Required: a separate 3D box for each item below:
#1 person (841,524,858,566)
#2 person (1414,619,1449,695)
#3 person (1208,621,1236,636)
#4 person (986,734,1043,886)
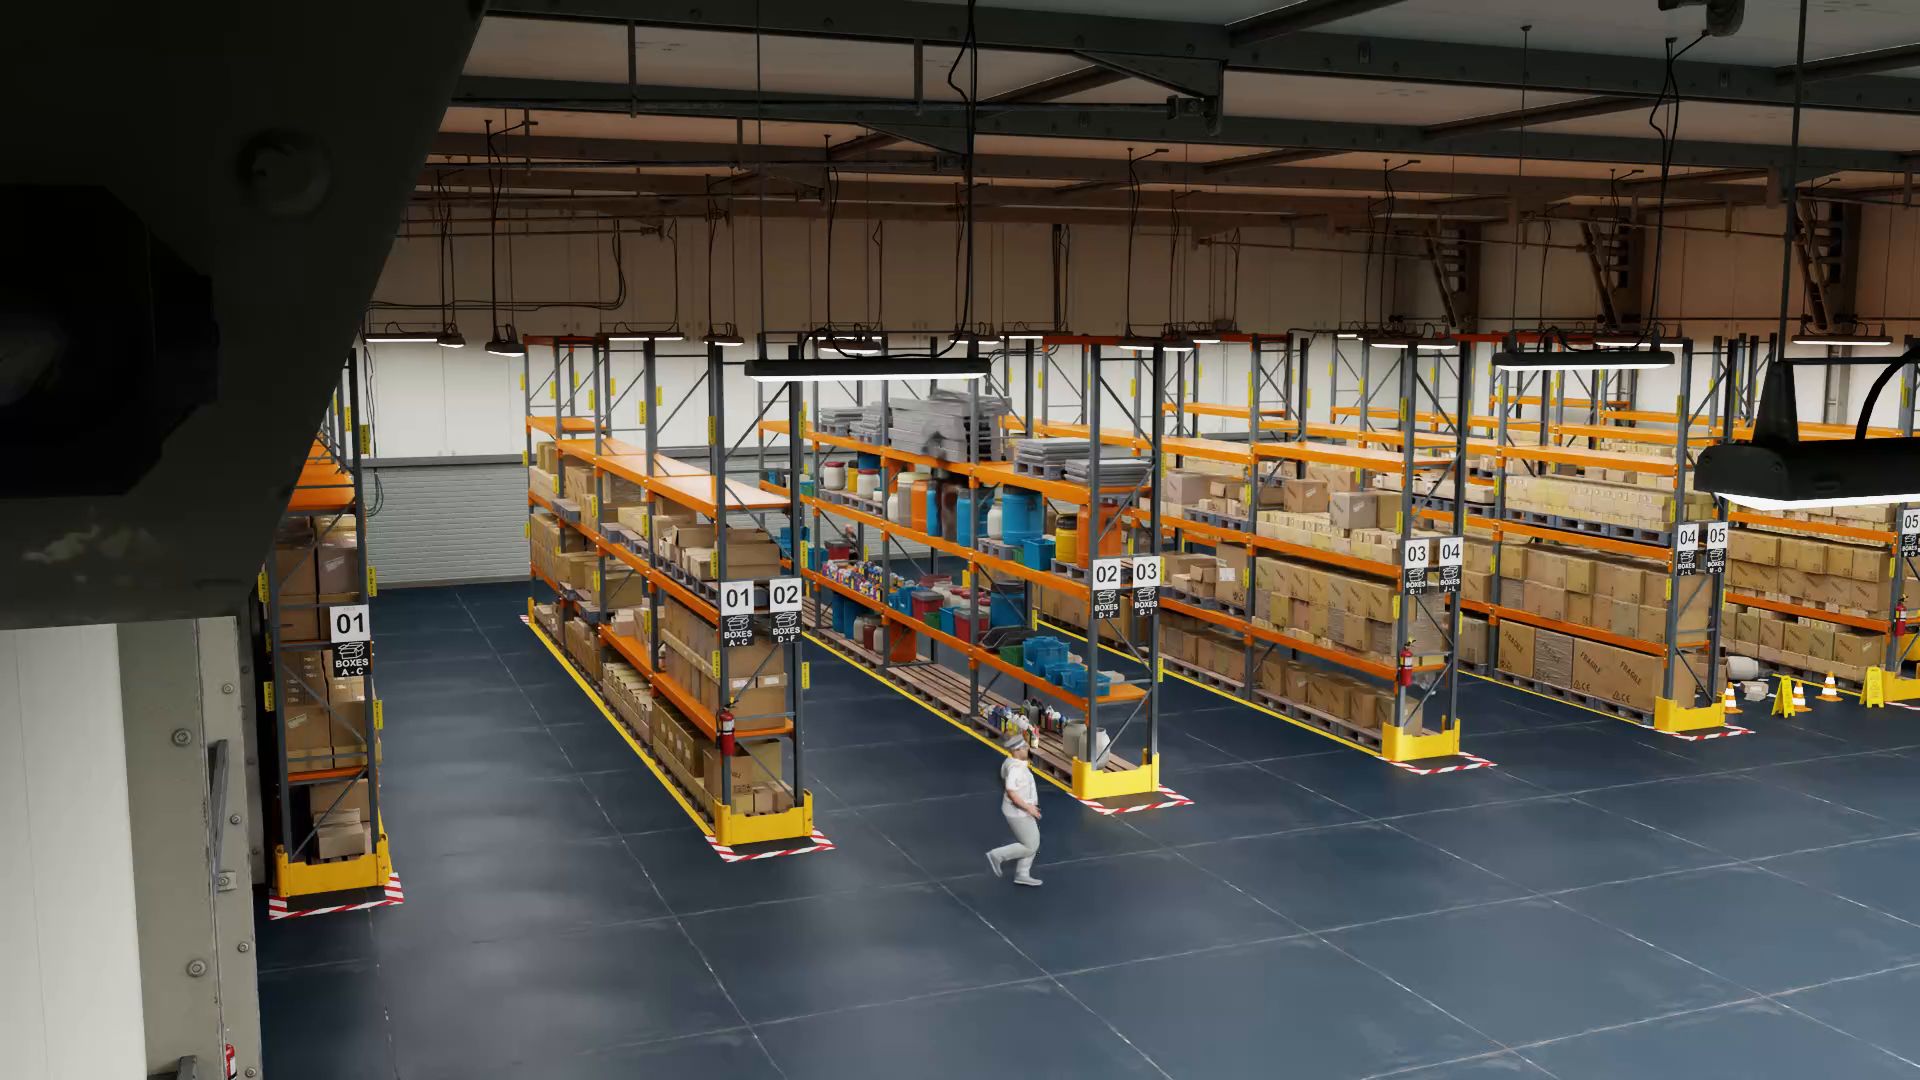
[{"bbox_3d":[-2.478,0.474,37.660,0.833,1.710,0.654,6,10,39],"label":"person"},{"bbox_3d":[7.986,1.762,28.215,0.545,1.706,0.682,-5,9,-35],"label":"person"},{"bbox_3d":[5.128,1.185,32.453,0.604,1.688,0.885,-4,9,-28],"label":"person"},{"bbox_3d":[0.608,3.020,18.577,0.644,1.748,0.669,0,8,-4],"label":"person"}]
